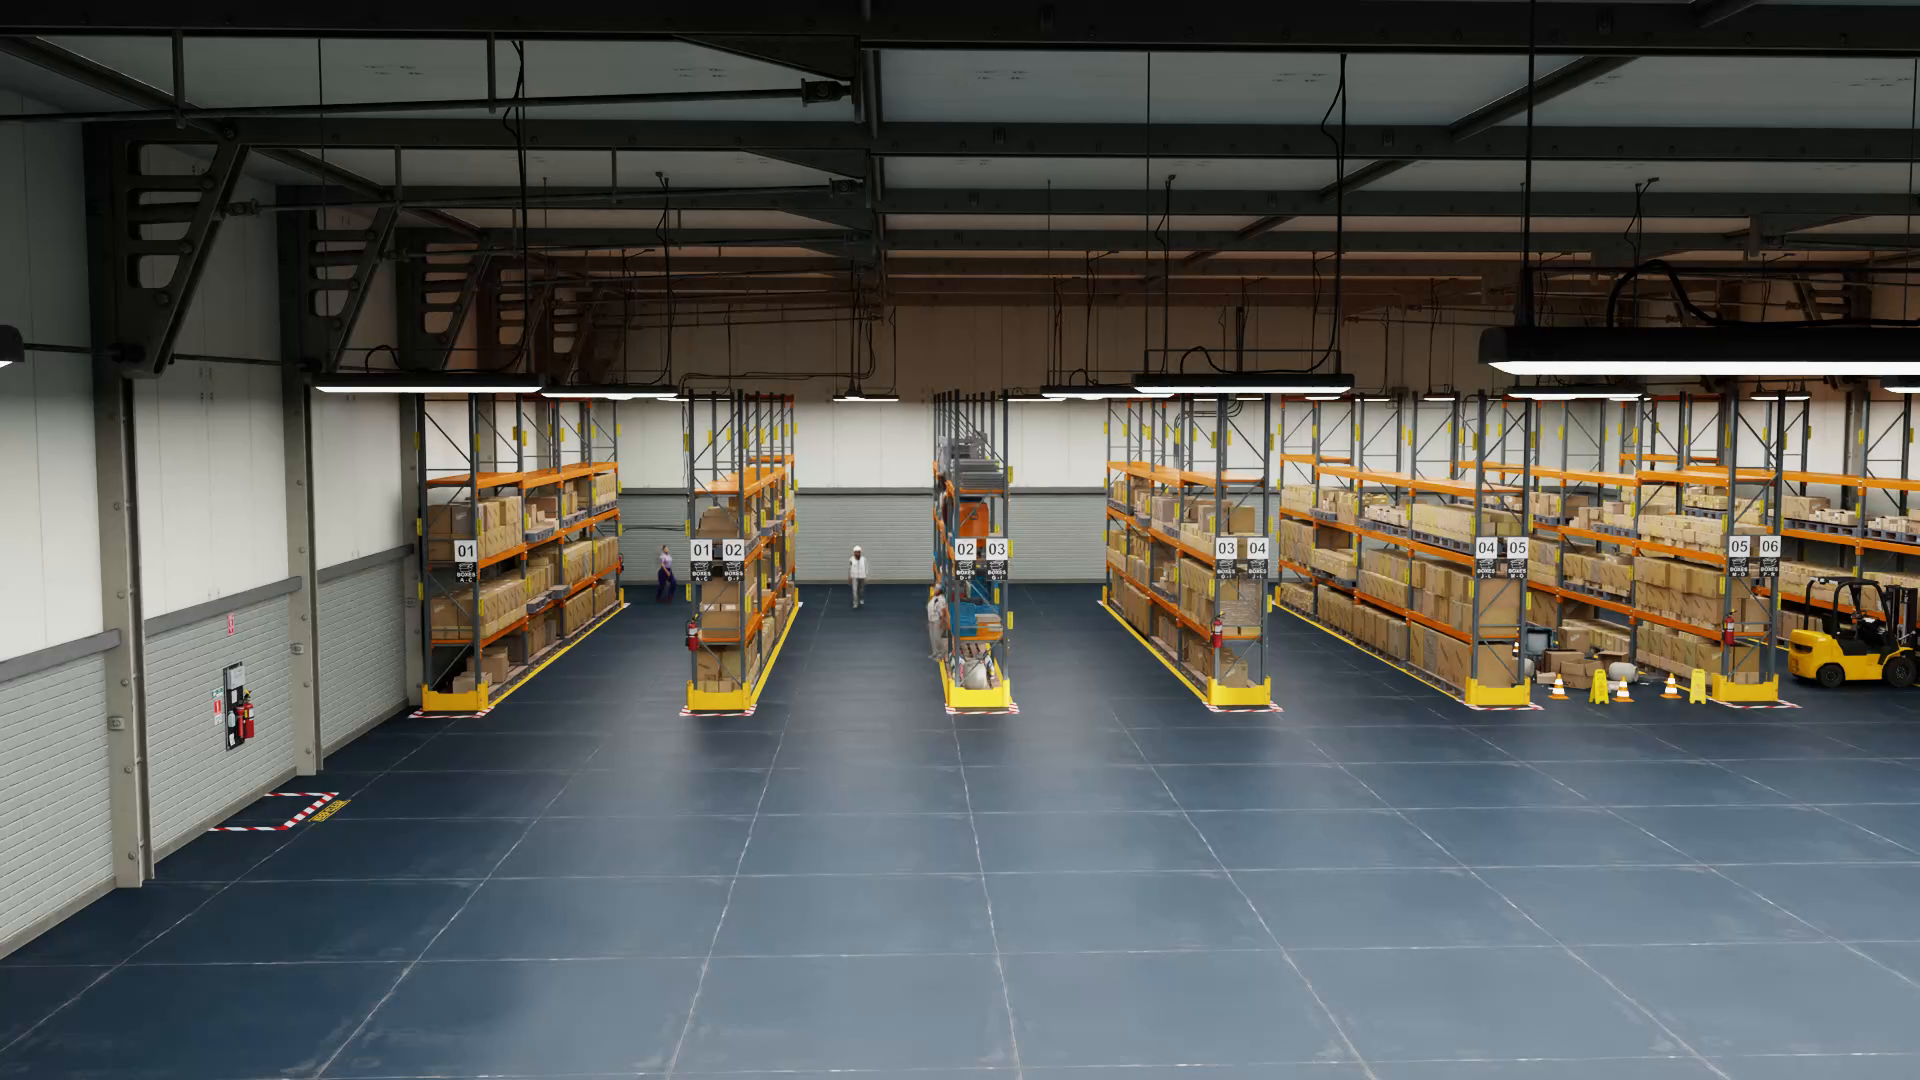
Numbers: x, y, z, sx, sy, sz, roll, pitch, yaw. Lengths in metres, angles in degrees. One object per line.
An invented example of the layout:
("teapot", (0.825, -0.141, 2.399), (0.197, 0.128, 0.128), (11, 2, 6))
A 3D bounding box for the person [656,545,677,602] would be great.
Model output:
("person", (-8.508, 1.012, 48.049), (0.555, 1.677, 0.612), (1, 5, 15))

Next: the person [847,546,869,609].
("person", (-2.870, 1.042, 46.832), (0.595, 1.733, 1.009), (0, 5, -4))

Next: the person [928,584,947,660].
("person", (-0.521, 1.805, 36.725), (0.385, 1.668, 0.570), (-3, 6, -33))
